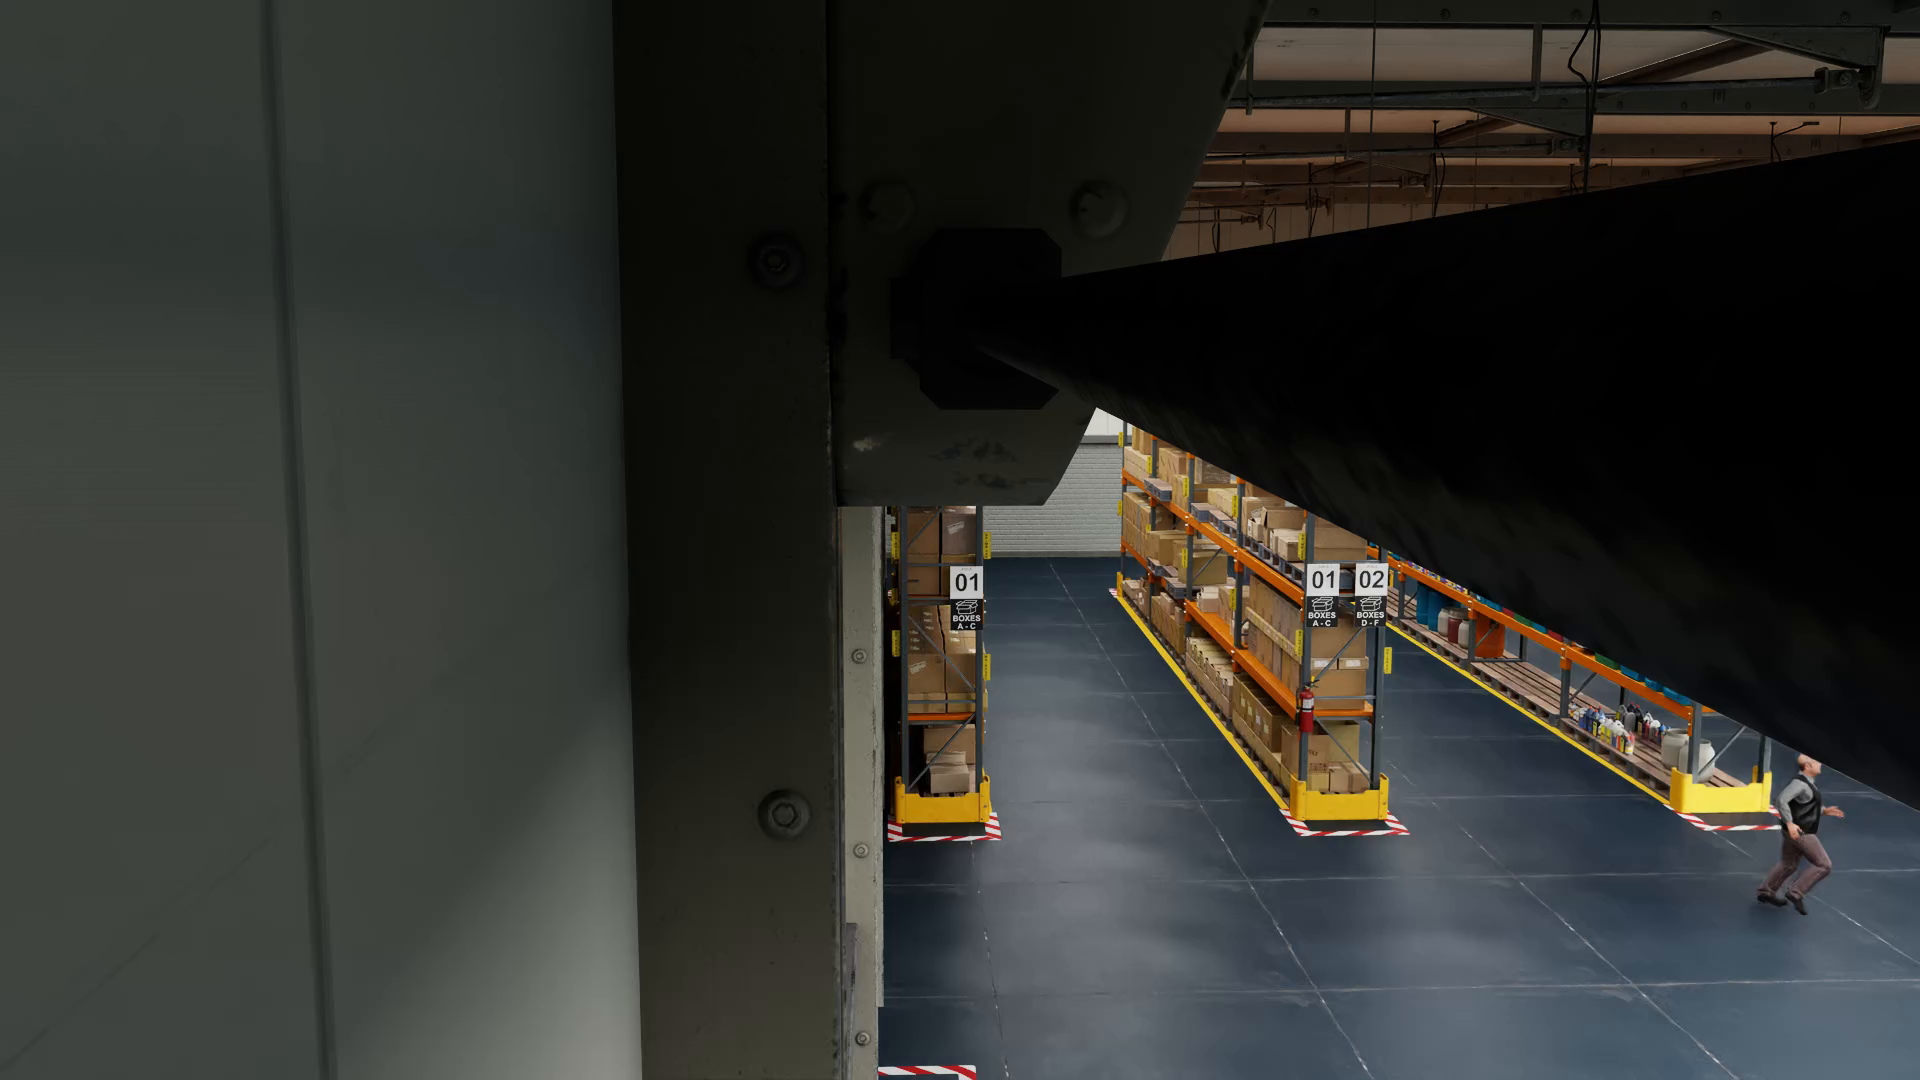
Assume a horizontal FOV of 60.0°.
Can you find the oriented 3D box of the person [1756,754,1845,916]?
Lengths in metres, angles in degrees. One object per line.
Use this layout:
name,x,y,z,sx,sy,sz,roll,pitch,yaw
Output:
person,8.789,3.060,17.369,0.775,1.722,0.624,4,9,24
